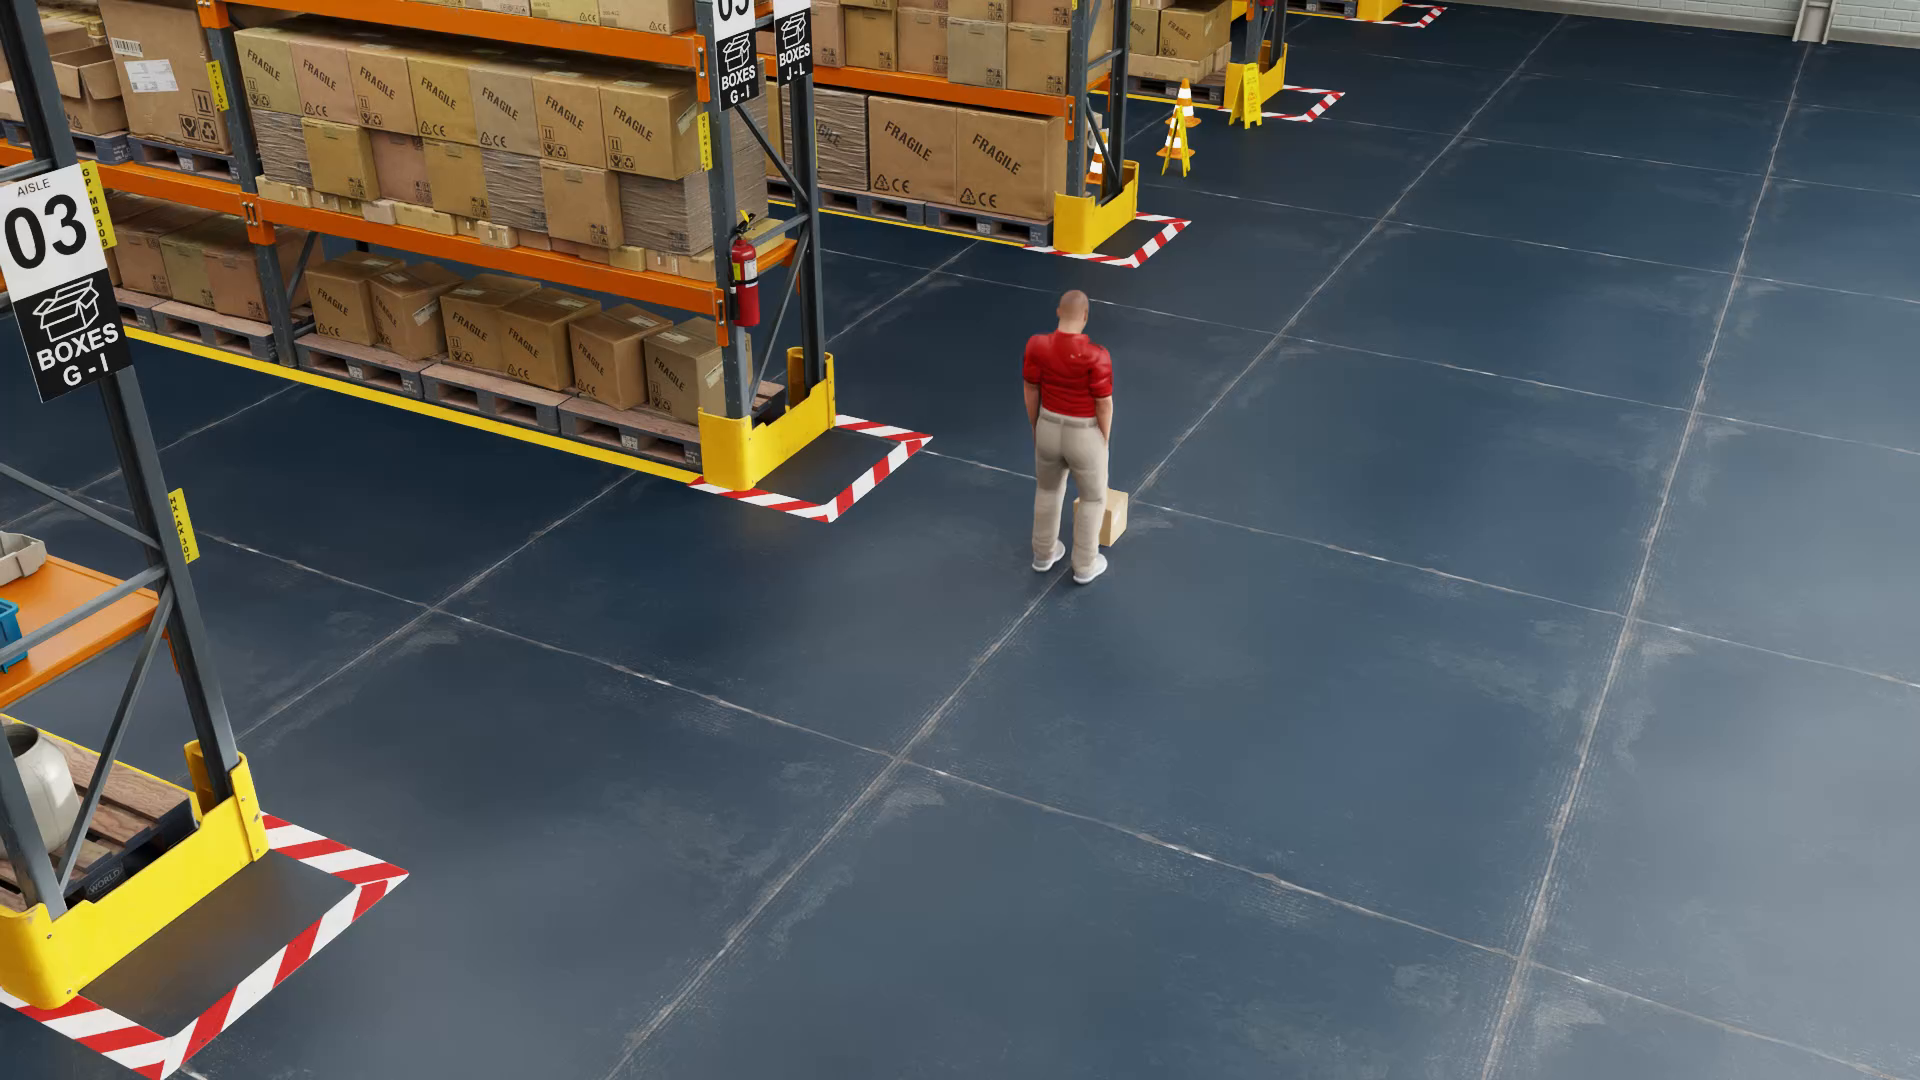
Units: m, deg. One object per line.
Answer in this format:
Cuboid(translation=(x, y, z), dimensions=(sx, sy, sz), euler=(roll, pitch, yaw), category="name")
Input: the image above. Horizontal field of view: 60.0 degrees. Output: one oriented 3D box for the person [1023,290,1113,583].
Cuboid(translation=(0.611, -0.583, 9.347), dimensions=(0.534, 1.719, 0.362), euler=(15, 33, 24), category="person")
